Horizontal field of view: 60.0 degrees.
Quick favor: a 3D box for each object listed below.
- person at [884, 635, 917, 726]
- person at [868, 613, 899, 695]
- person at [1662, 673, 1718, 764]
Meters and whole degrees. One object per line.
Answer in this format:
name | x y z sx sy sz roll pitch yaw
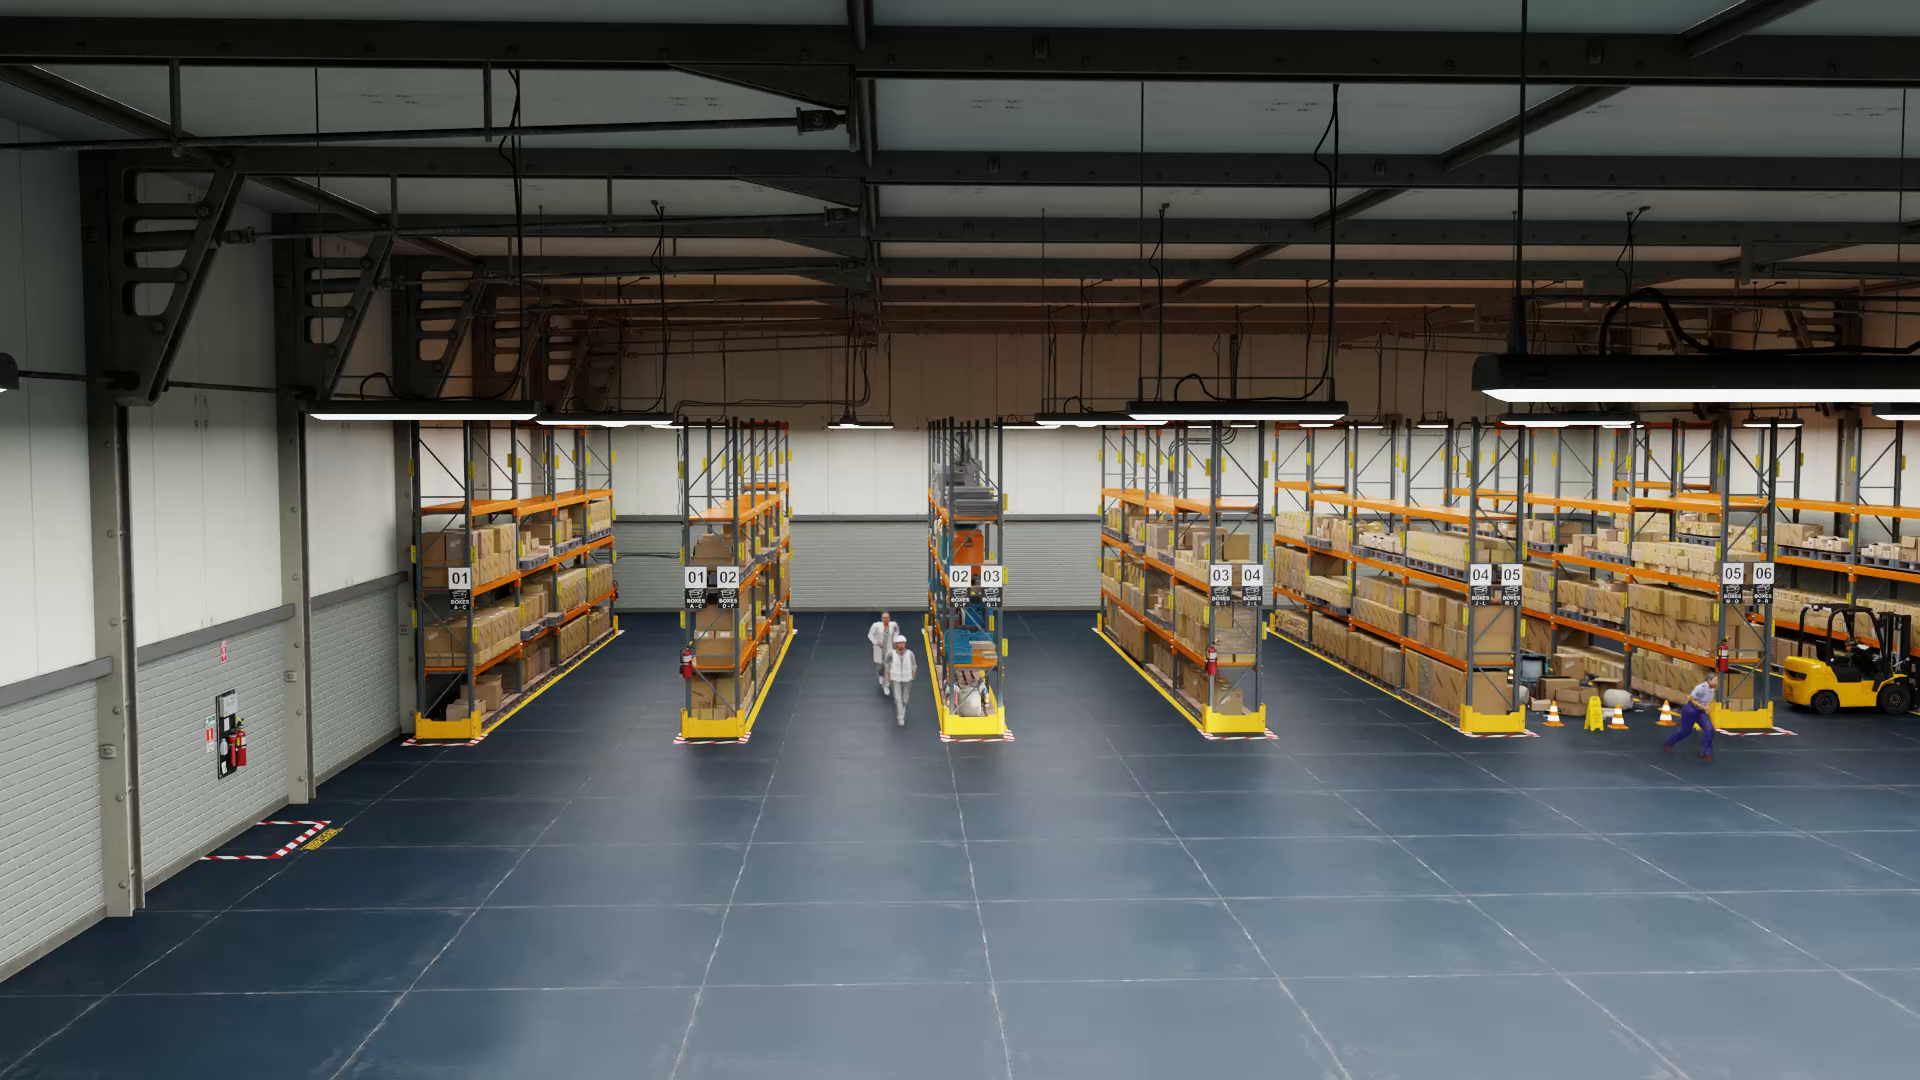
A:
person | -1.173 2.729 32.691 0.647 1.748 0.830 -1 4 -9
person | -1.680 2.463 36.635 0.712 1.778 1.188 -1 4 -8
person | 12.763 3.074 29.045 0.648 1.613 0.963 -3 5 -40
